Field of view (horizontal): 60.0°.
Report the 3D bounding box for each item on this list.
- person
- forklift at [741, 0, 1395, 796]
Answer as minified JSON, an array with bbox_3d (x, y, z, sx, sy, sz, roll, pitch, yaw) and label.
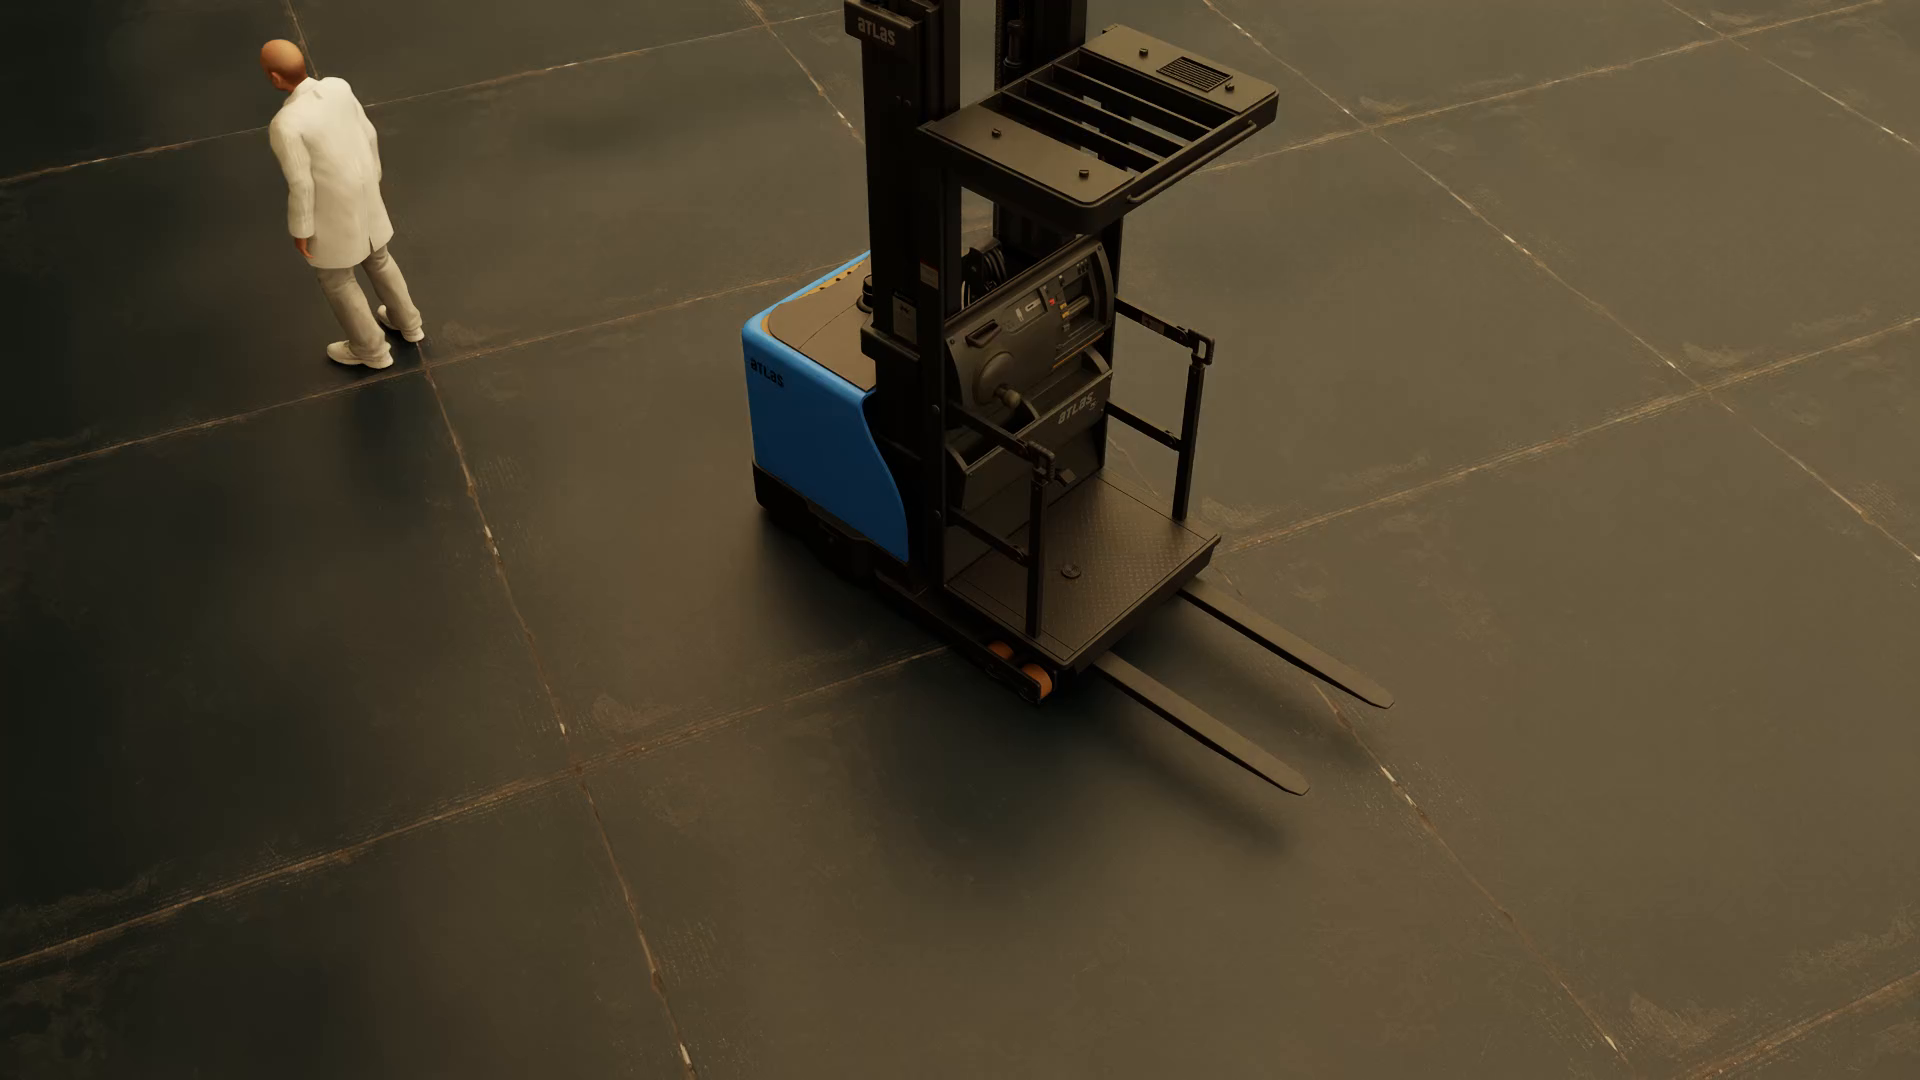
[{"bbox_3d":[-3.116,-1.666,8.314,0.436,1.773,0.649,17,46,17],"label":"person"},{"bbox_3d":[0.445,-0.788,6.525,3.031,2.935,1.130,32,52,30],"label":"forklift"}]
